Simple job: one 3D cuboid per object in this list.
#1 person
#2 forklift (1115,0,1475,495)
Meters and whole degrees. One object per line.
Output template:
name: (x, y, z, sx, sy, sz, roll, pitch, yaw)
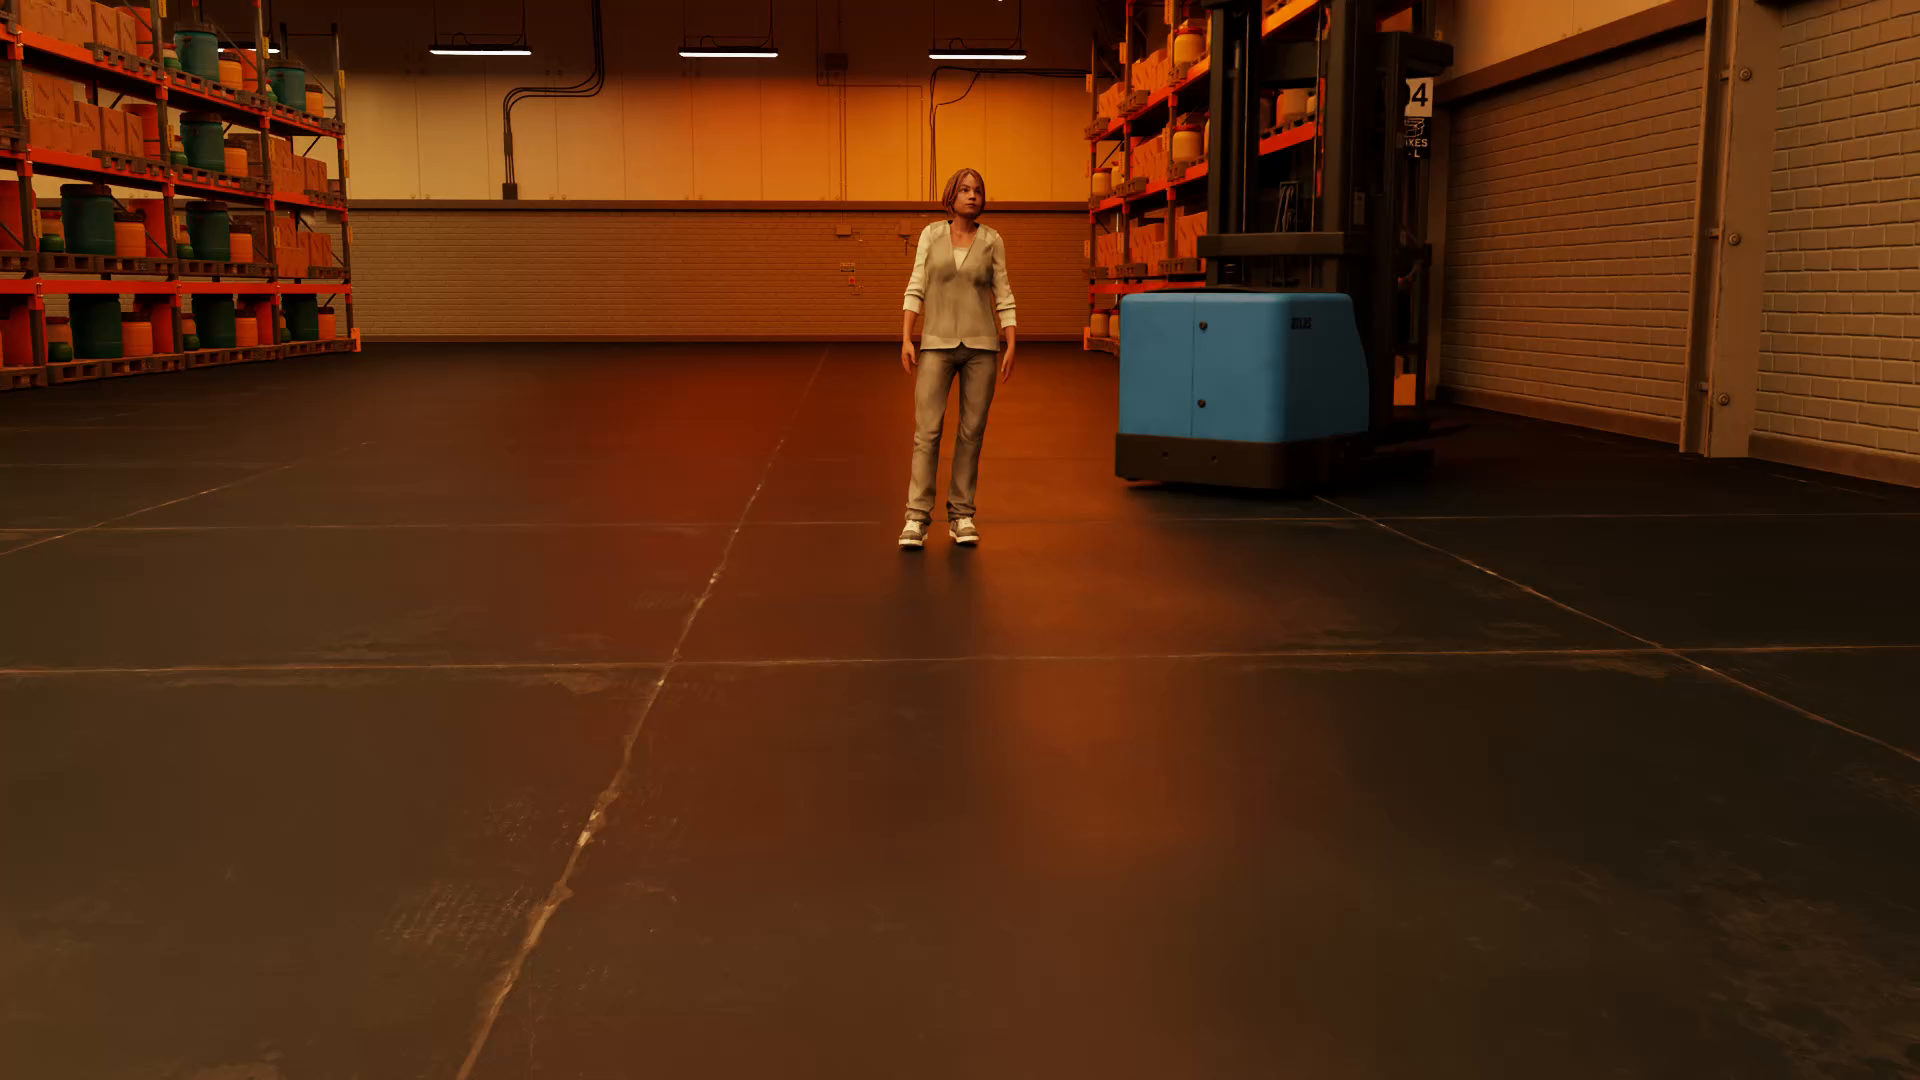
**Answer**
person: (-0.009, -0.786, 7.117, 0.521, 1.599, 0.473, -1, 8, -4)
forklift: (2.179, -1.854, 9.816, 1.130, 2.935, 3.031, 7, 11, 39)
